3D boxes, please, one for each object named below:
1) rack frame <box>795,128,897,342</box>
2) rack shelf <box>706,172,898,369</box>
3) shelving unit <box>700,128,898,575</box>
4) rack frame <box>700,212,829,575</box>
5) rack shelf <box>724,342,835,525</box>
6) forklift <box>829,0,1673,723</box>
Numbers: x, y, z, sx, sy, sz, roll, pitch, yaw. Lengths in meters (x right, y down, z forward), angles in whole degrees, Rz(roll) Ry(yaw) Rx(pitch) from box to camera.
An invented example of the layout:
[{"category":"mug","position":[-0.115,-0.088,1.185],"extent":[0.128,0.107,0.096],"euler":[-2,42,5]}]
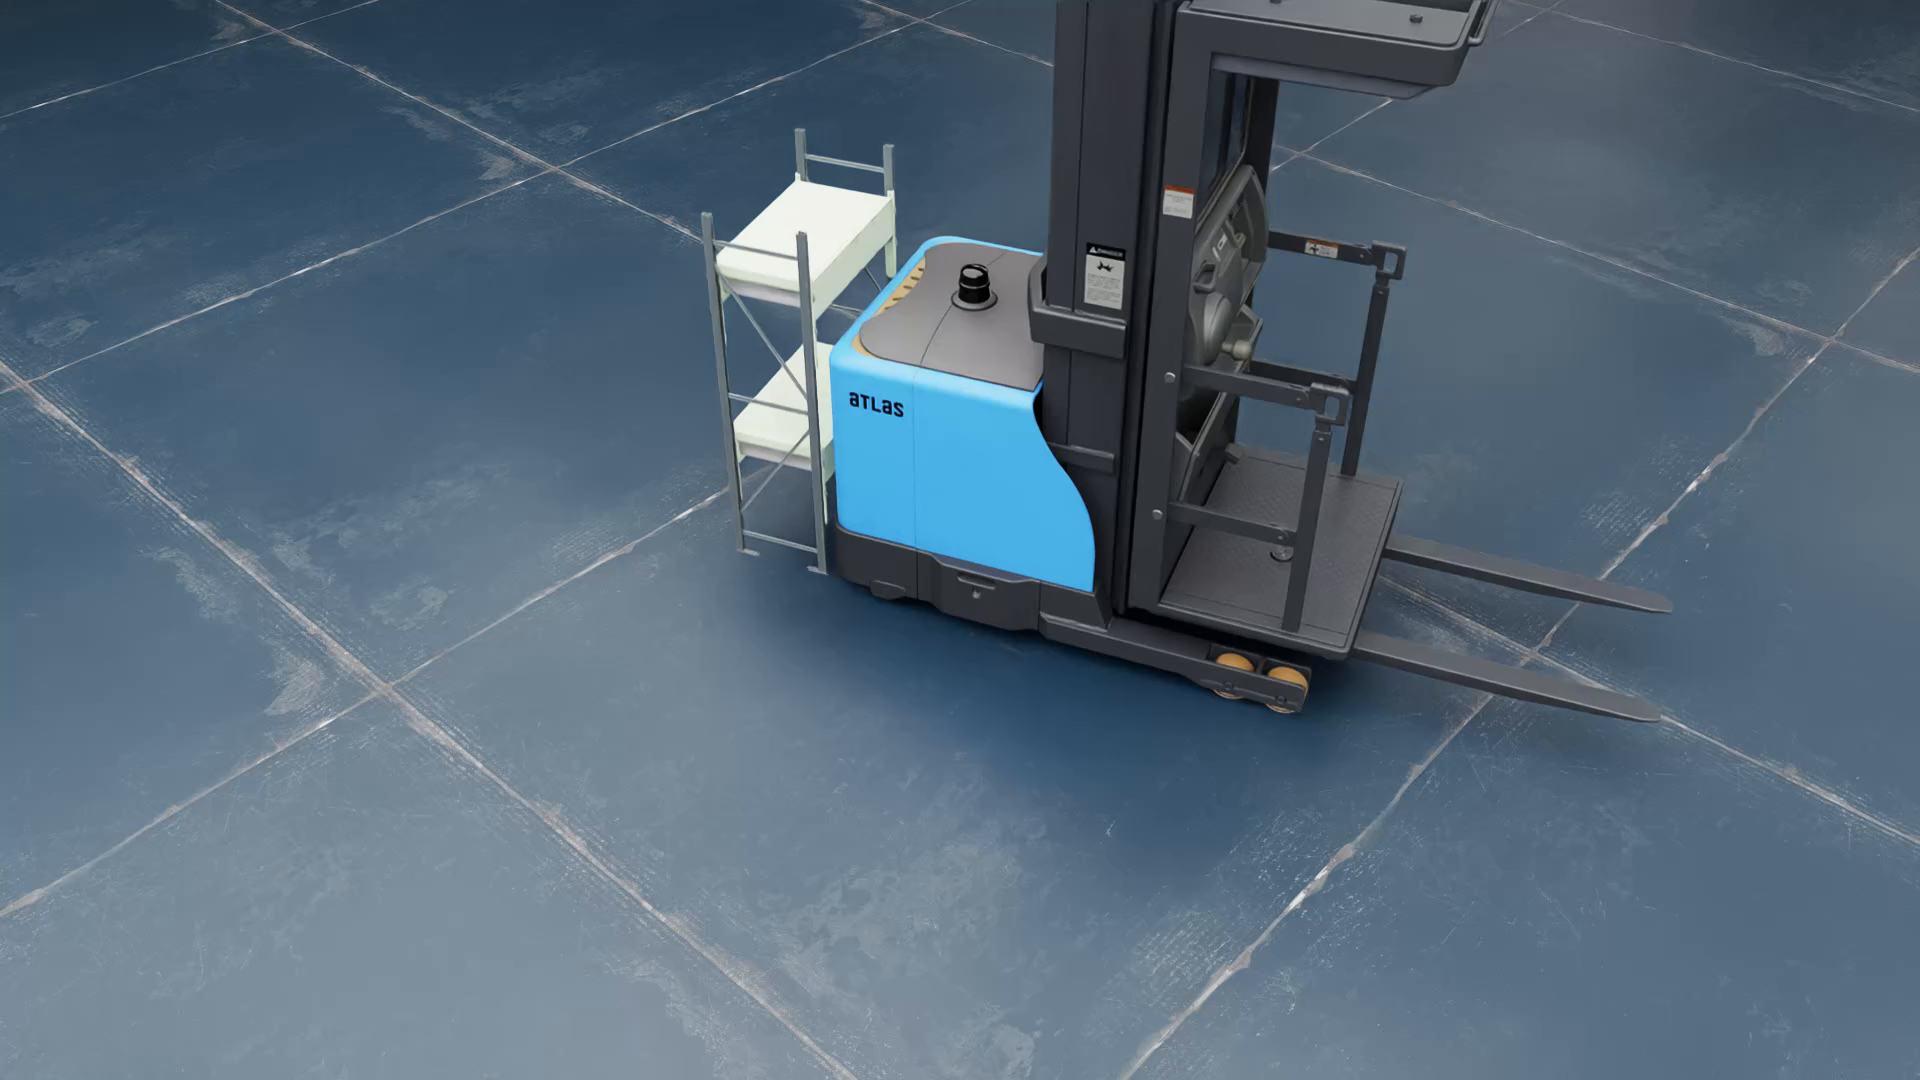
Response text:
[{"category":"rack frame","position":[-0.436,-0.922,6.705],"extent":[0.400,1.500,0.023],"euler":[14,41,17]},{"category":"rack shelf","position":[-0.573,-1.016,6.196],"extent":[0.431,0.370,0.720],"euler":[14,41,17]},{"category":"shelving unit","position":[-0.573,-0.711,6.439],"extent":[0.431,1.500,0.755],"euler":[14,41,17]},{"category":"rack frame","position":[-0.709,-0.500,6.173],"extent":[0.400,1.500,0.023],"euler":[14,41,17]},{"category":"rack shelf","position":[-0.573,-0.456,6.642],"extent":[0.431,0.370,0.720],"euler":[14,41,17]},{"category":"forklift","position":[1.087,-0.903,5.530],"extent":[3.031,2.935,1.130],"euler":[14,41,17]}]
